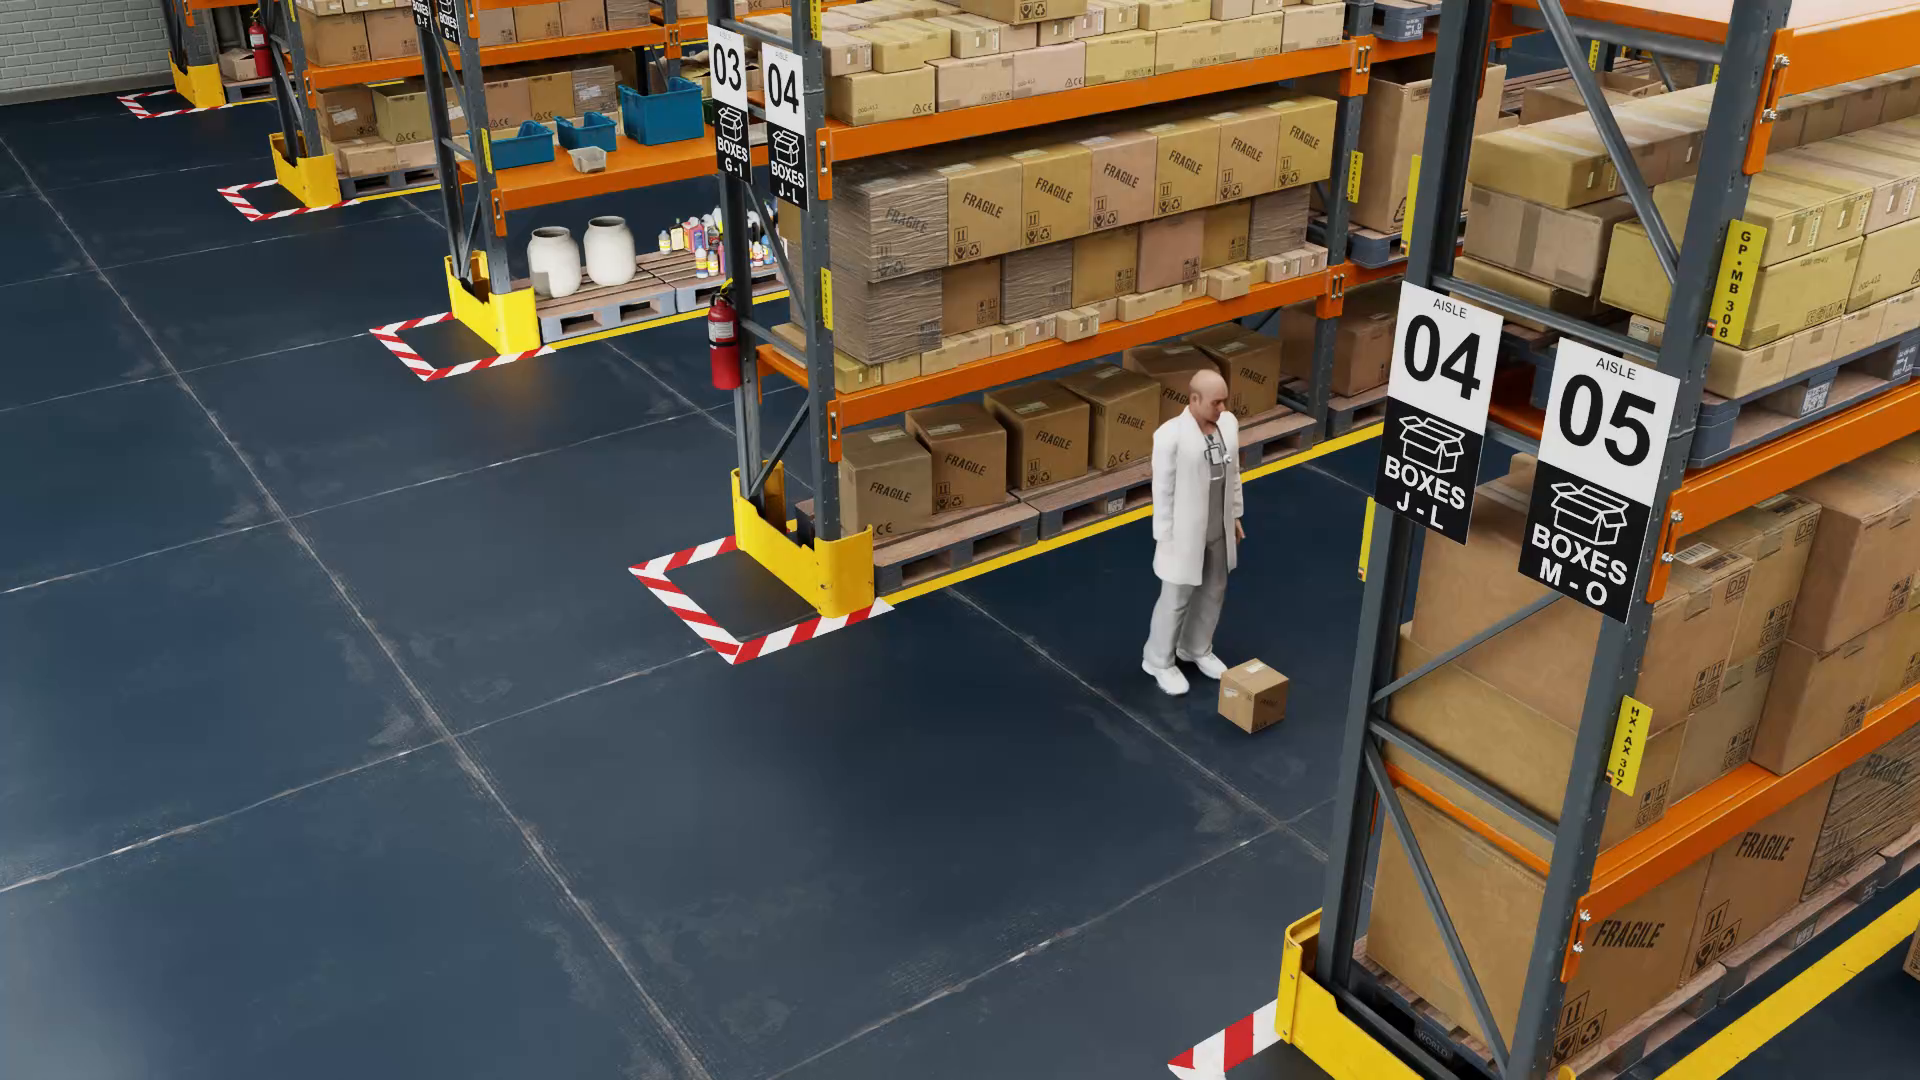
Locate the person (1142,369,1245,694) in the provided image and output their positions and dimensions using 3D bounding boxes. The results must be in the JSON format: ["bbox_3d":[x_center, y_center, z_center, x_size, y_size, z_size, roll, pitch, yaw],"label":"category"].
[{"bbox_3d":[1.260,-0.055,8.751,0.564,1.778,0.380,-17,33,-29],"label":"person"}]
